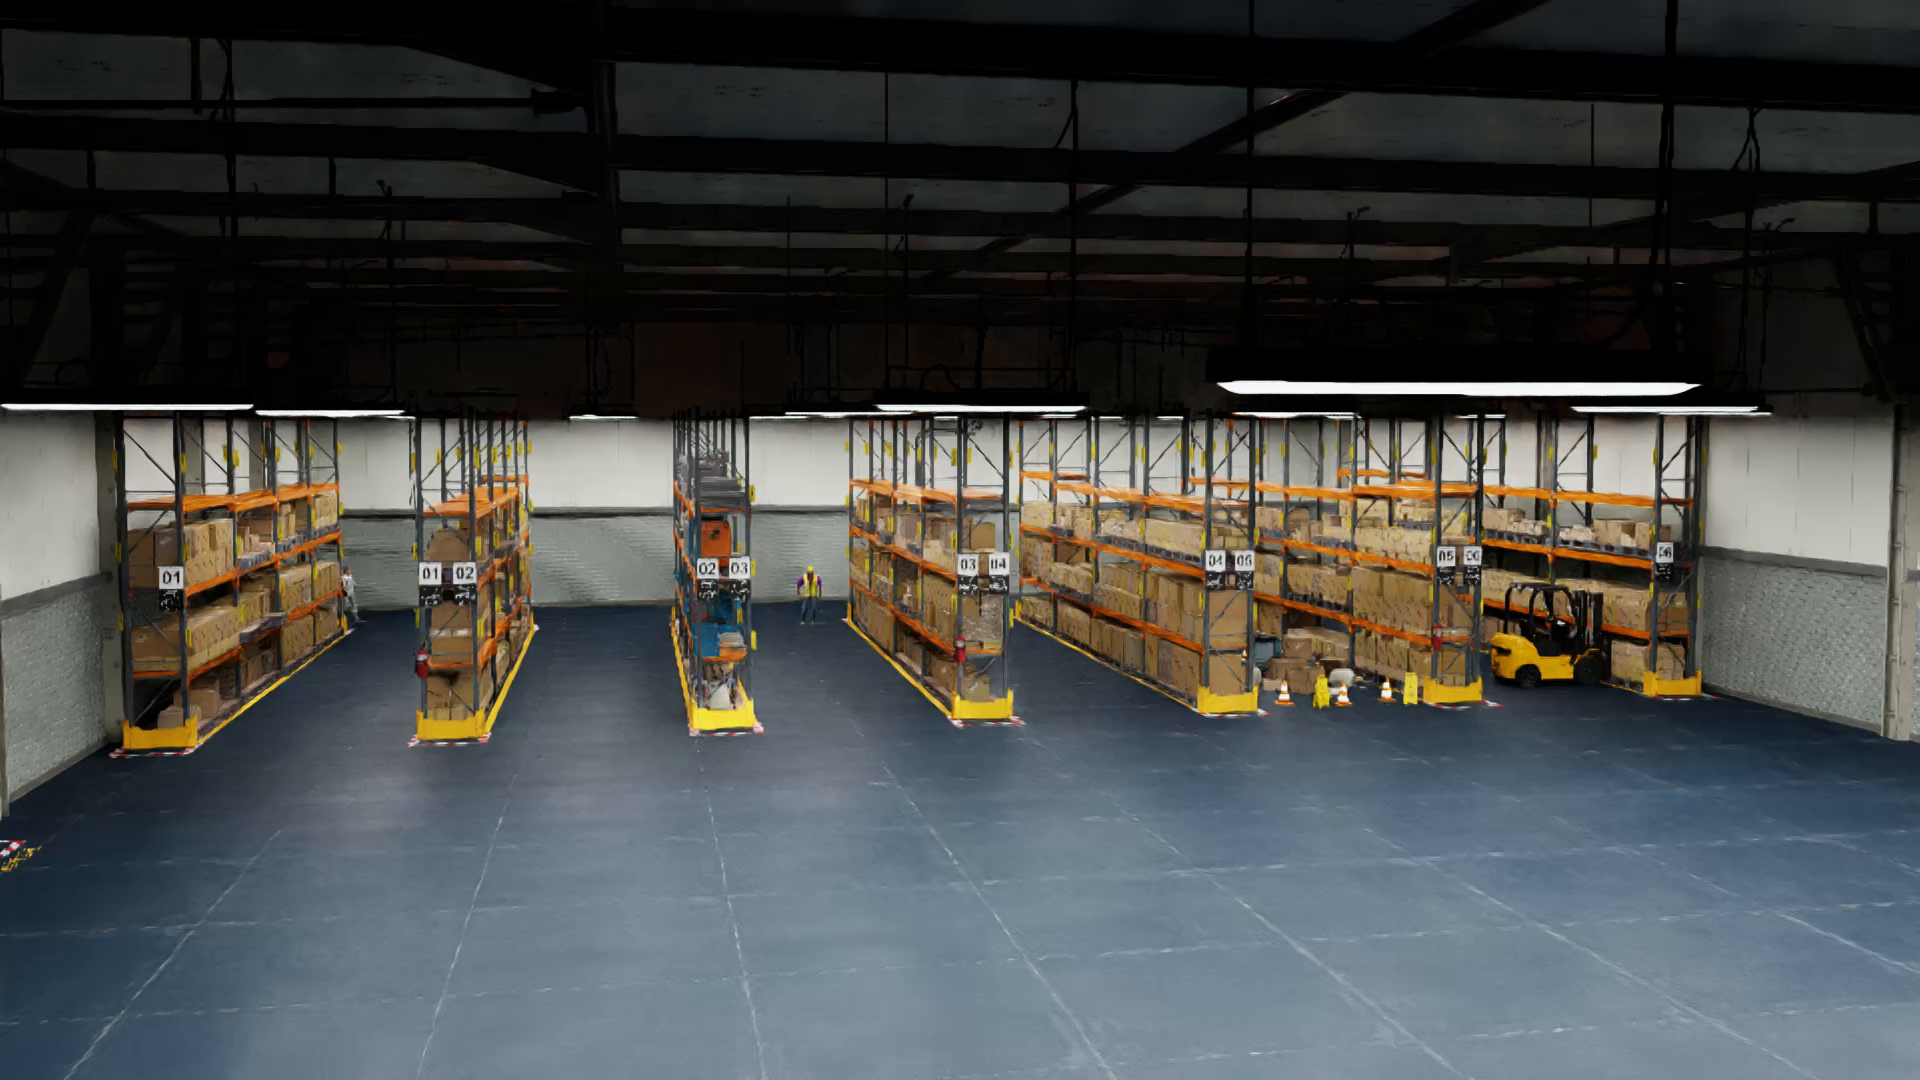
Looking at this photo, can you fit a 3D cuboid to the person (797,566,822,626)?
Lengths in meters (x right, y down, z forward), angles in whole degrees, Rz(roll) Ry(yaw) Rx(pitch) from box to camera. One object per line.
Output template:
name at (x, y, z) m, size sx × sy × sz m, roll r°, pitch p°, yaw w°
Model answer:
person at (-4.213, 1.564, 46.585) m, size 0.719 × 1.714 × 0.578 m, roll -1°, pitch 4°, yaw -13°

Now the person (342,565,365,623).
person at (-17.287, 1.534, 47.033) m, size 0.550 × 1.668 × 0.640 m, roll 2°, pitch 5°, yaw 26°

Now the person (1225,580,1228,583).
person at (6.535, 1.871, 41.448) m, size 0.578 × 1.783 × 0.656 m, roll 1°, pitch 4°, yaw 15°

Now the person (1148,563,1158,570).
person at (5.607, 1.396, 48.501) m, size 0.517 × 1.747 × 0.653 m, roll -1°, pitch 4°, yaw -19°
